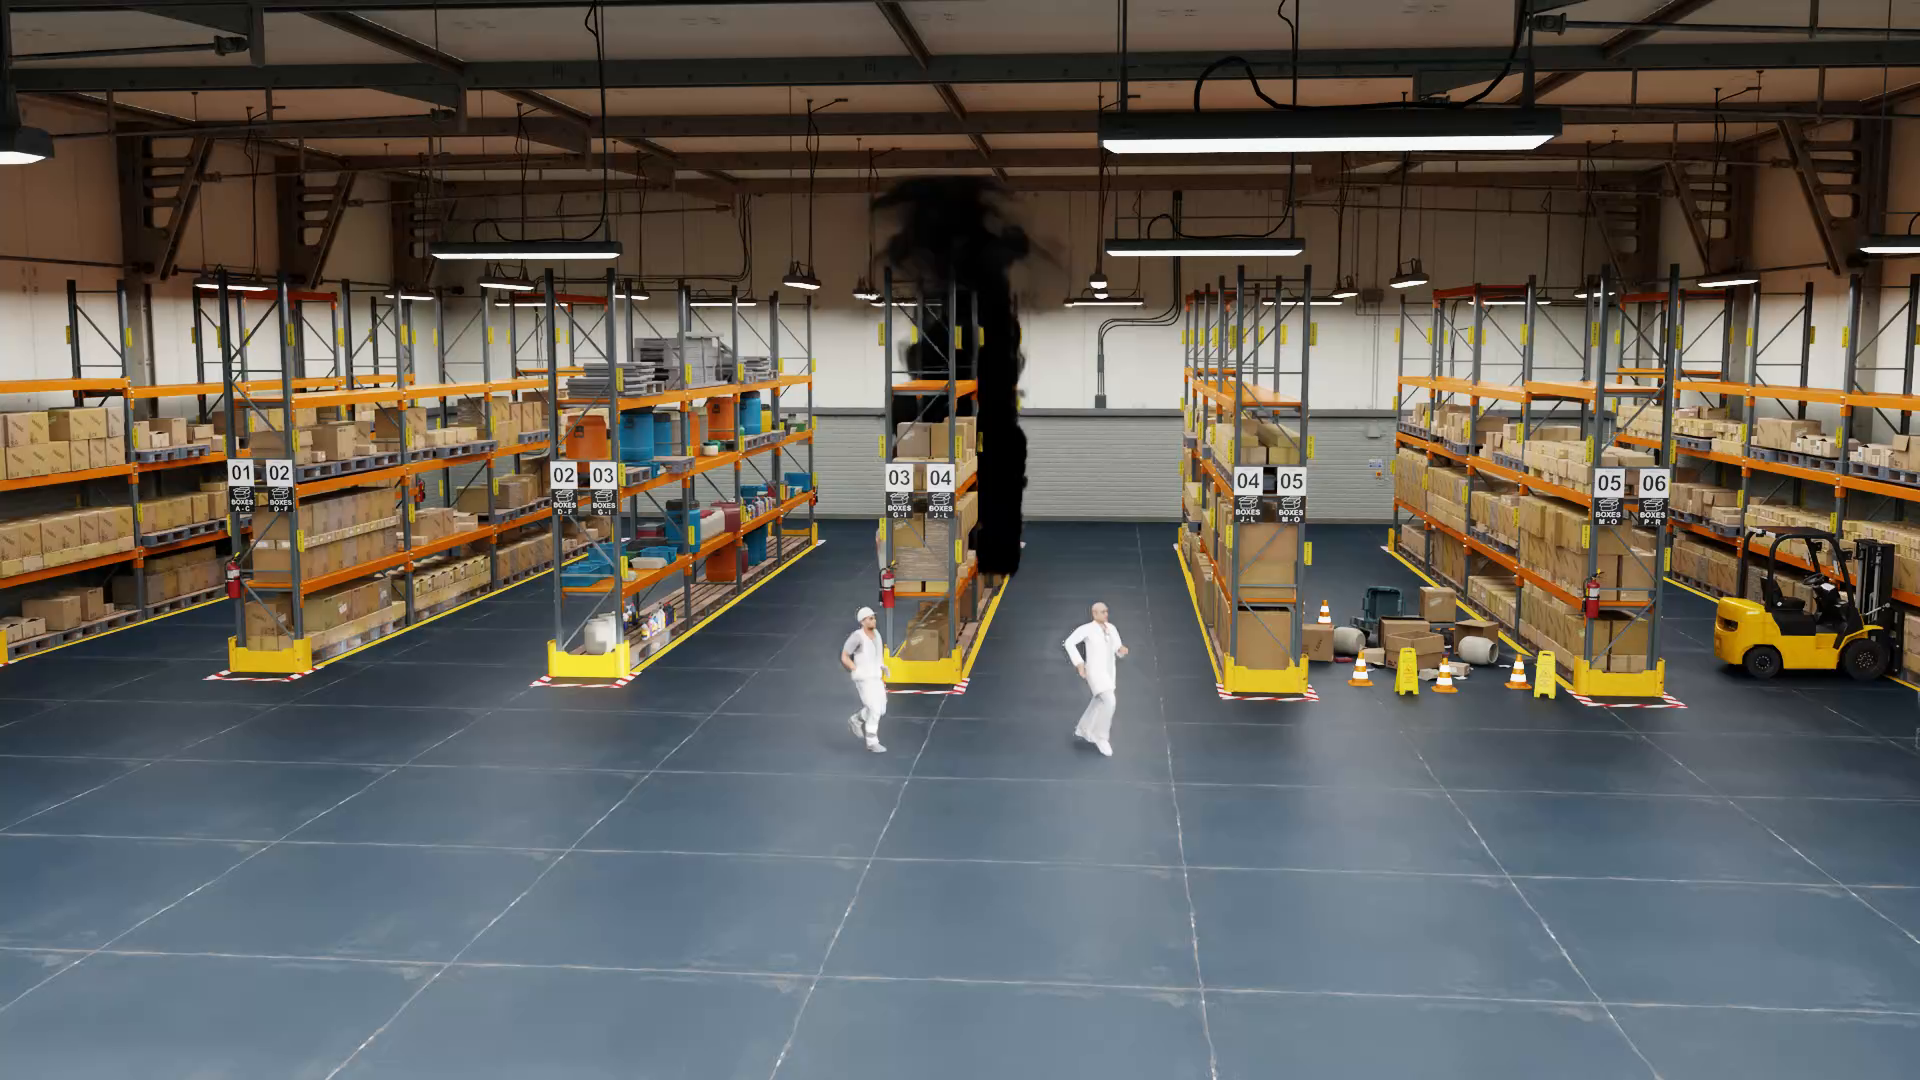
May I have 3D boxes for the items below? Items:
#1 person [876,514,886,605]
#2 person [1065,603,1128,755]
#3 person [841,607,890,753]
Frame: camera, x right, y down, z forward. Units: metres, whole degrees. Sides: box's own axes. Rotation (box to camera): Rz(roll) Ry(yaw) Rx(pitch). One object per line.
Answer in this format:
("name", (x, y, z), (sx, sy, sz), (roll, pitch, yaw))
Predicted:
("person", (-1.353, 0.358, 31.561), (0.539, 1.731, 0.761), (1, 7, 5))
("person", (1.703, 1.678, 20.232), (0.820, 1.843, 0.674), (6, 9, 42))
("person", (-1.174, 1.685, 20.226), (0.666, 1.753, 0.668), (5, 9, 37))
